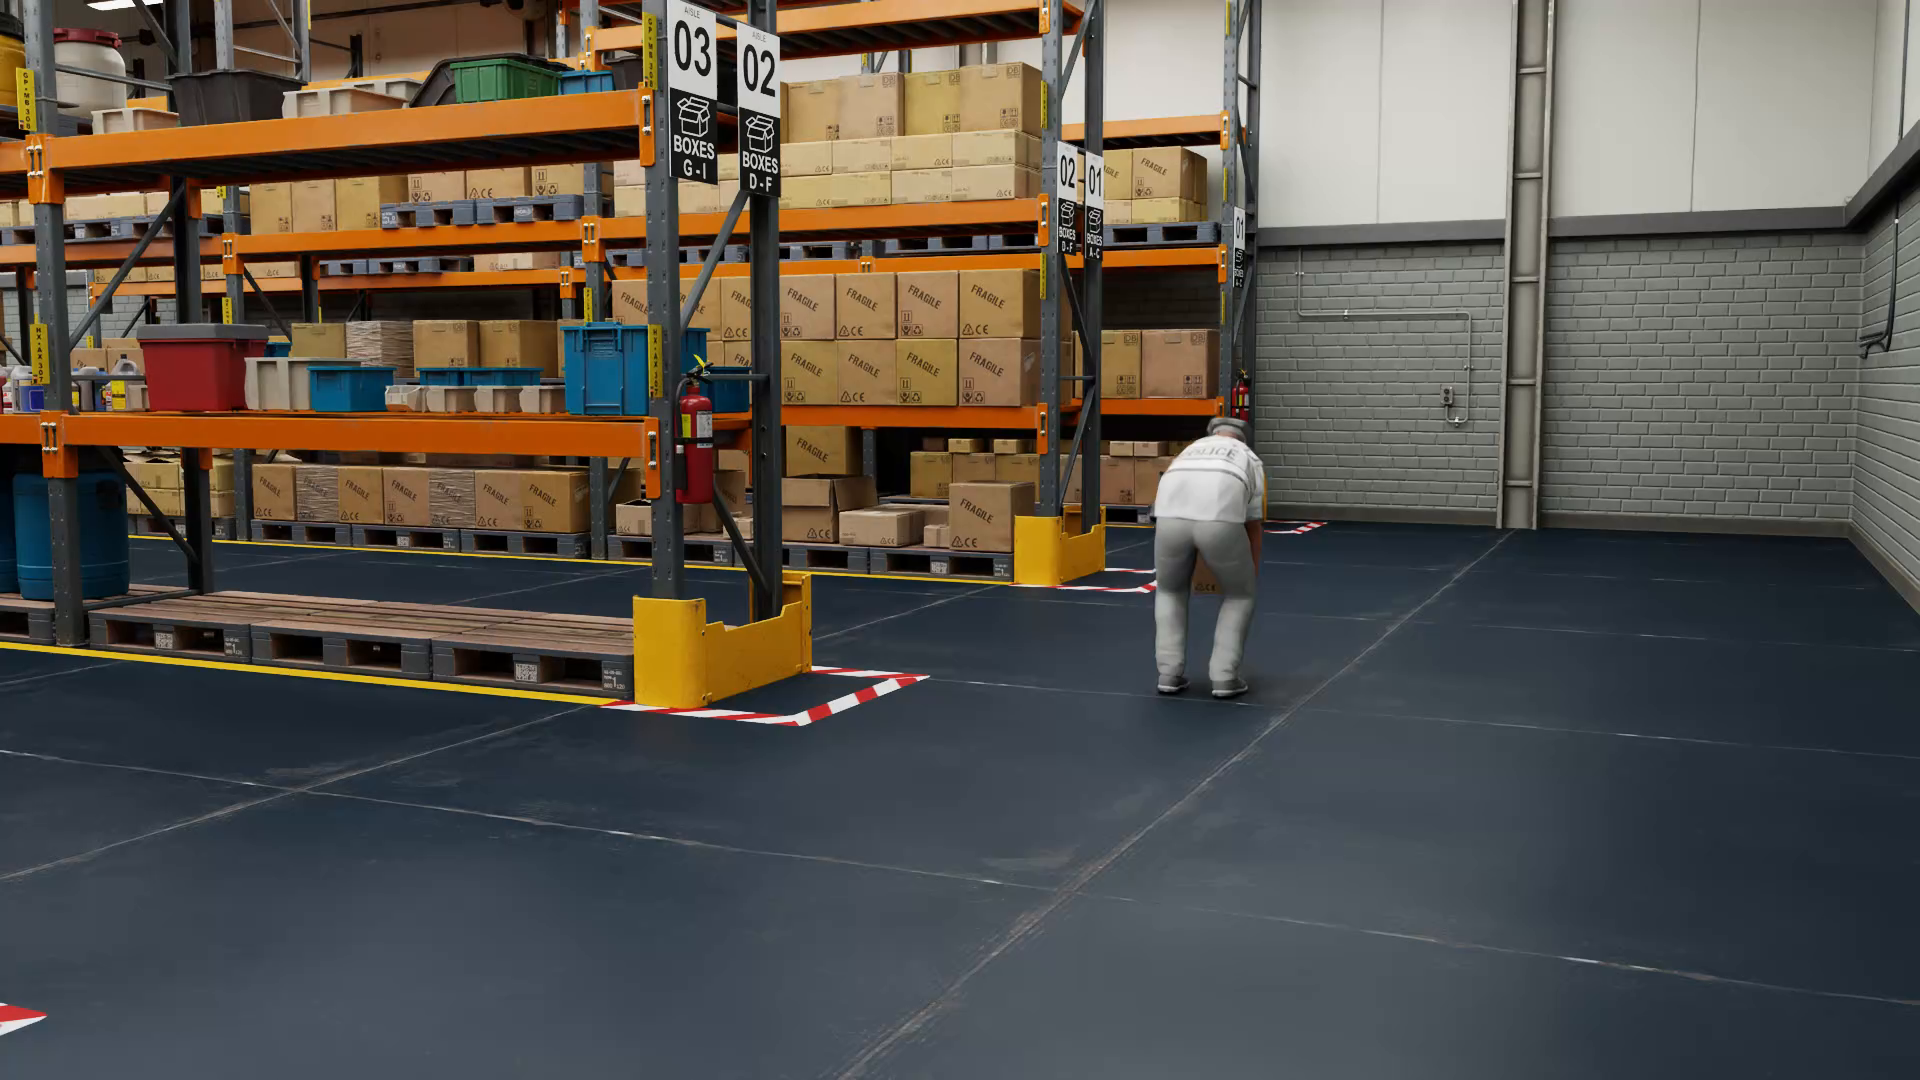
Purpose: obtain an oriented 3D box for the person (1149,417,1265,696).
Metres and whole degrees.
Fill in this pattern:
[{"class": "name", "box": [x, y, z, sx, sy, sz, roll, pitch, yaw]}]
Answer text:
[{"class": "person", "box": [1.242, 0.063, 8.152, 0.498, 1.312, 0.998, 2, 6, 21]}]
